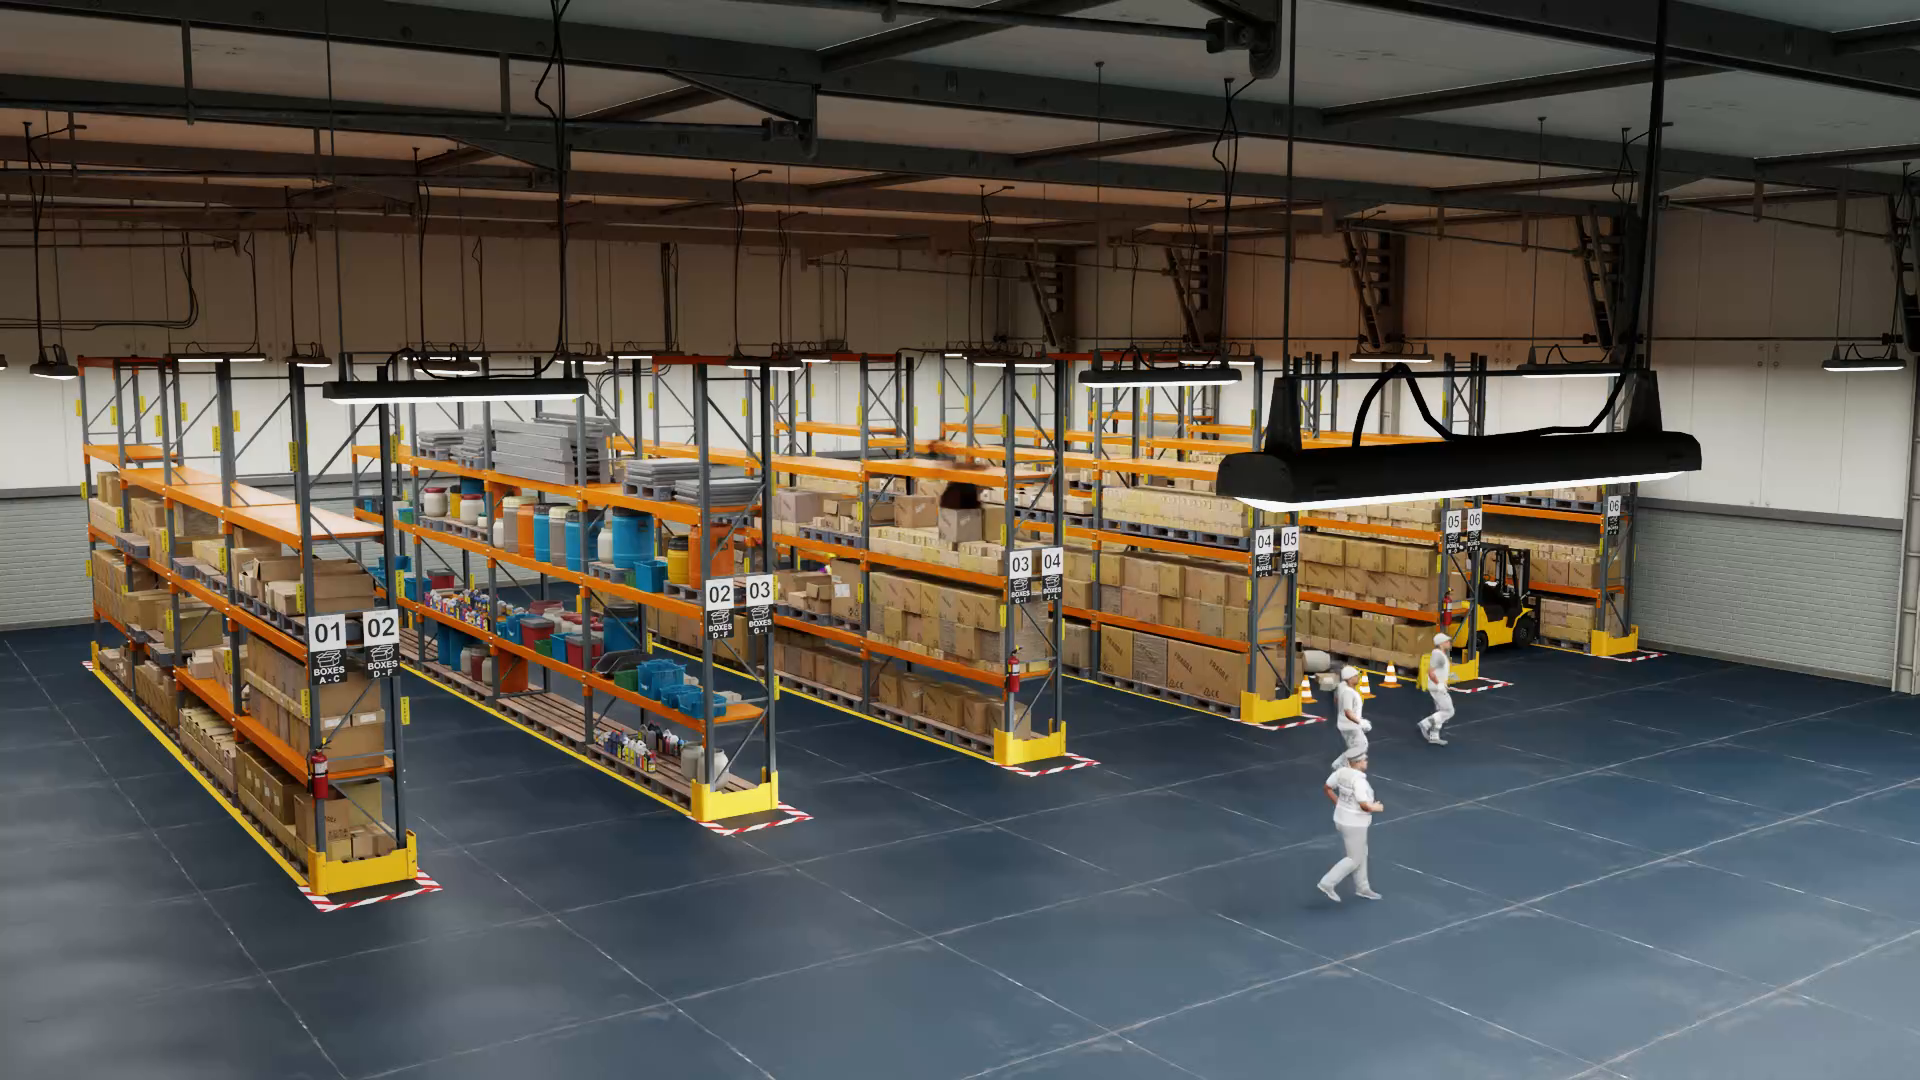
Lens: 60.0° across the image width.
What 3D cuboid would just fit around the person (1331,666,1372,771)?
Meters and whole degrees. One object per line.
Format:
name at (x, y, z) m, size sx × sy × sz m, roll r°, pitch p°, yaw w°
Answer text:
person at (5.521, 2.631, 23.467) m, size 0.530 × 1.739 × 0.689 m, roll 1°, pitch 7°, yaw 7°

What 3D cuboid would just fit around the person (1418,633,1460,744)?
person at (7.494, 2.321, 26.001) m, size 0.628 × 1.751 × 0.643 m, roll 2°, pitch 7°, yaw 13°

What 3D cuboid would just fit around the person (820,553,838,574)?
person at (-2.737, 1.121, 35.993) m, size 0.693 × 1.732 × 0.561 m, roll -4°, pitch 8°, yaw -30°

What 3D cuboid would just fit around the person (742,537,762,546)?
person at (-5.189, 0.532, 41.105) m, size 0.697 × 1.650 × 0.562 m, roll 3°, pitch 8°, yaw 26°

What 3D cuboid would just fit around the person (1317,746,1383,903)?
person at (4.380, 3.199, 18.658) m, size 0.867 × 1.806 × 0.686 m, roll -2°, pitch 7°, yaw -14°
